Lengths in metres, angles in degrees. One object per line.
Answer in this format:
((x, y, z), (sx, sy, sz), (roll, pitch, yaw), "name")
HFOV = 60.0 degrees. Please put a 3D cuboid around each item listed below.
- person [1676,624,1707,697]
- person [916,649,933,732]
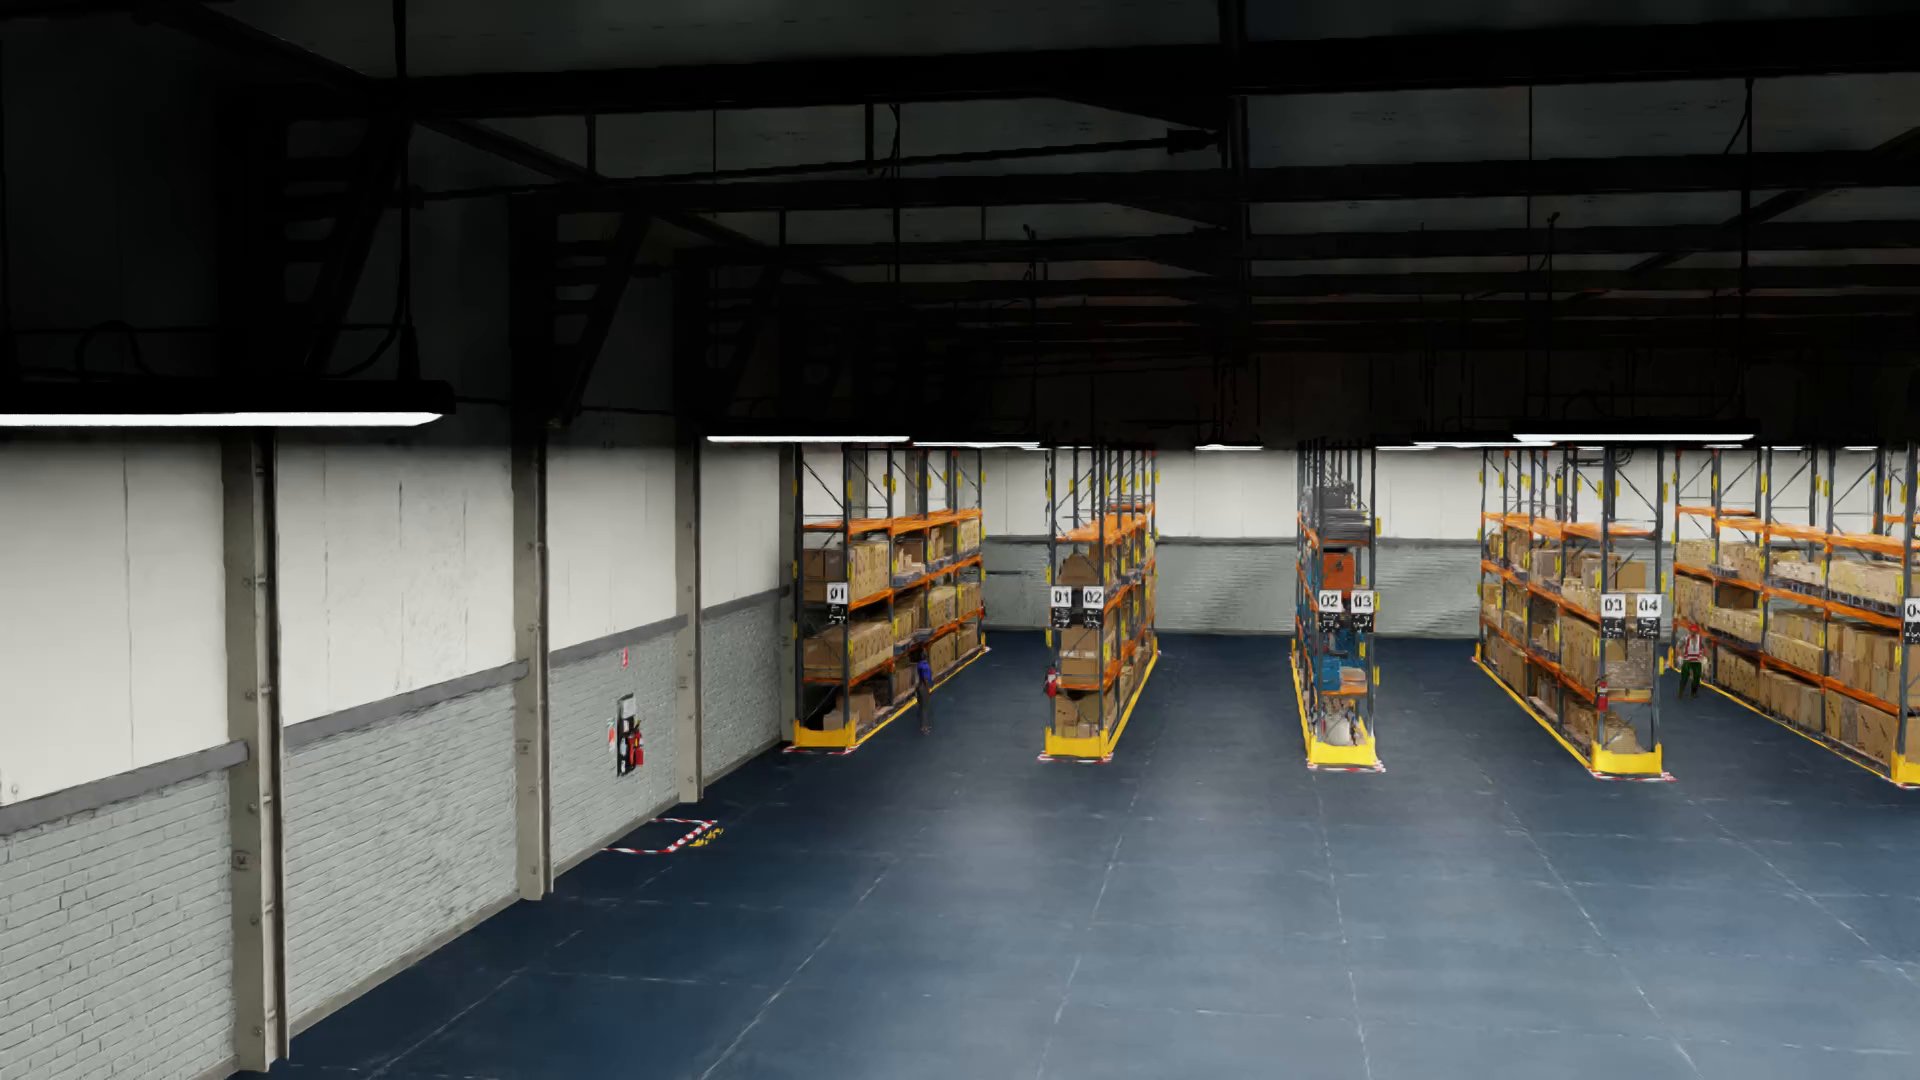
((17.047, 2.810, 38.742), (0.678, 1.741, 0.541), (1, 3, 10), "person")
((-0.715, 3.108, 34.225), (0.359, 1.724, 0.526), (-1, 3, -18), "person")
